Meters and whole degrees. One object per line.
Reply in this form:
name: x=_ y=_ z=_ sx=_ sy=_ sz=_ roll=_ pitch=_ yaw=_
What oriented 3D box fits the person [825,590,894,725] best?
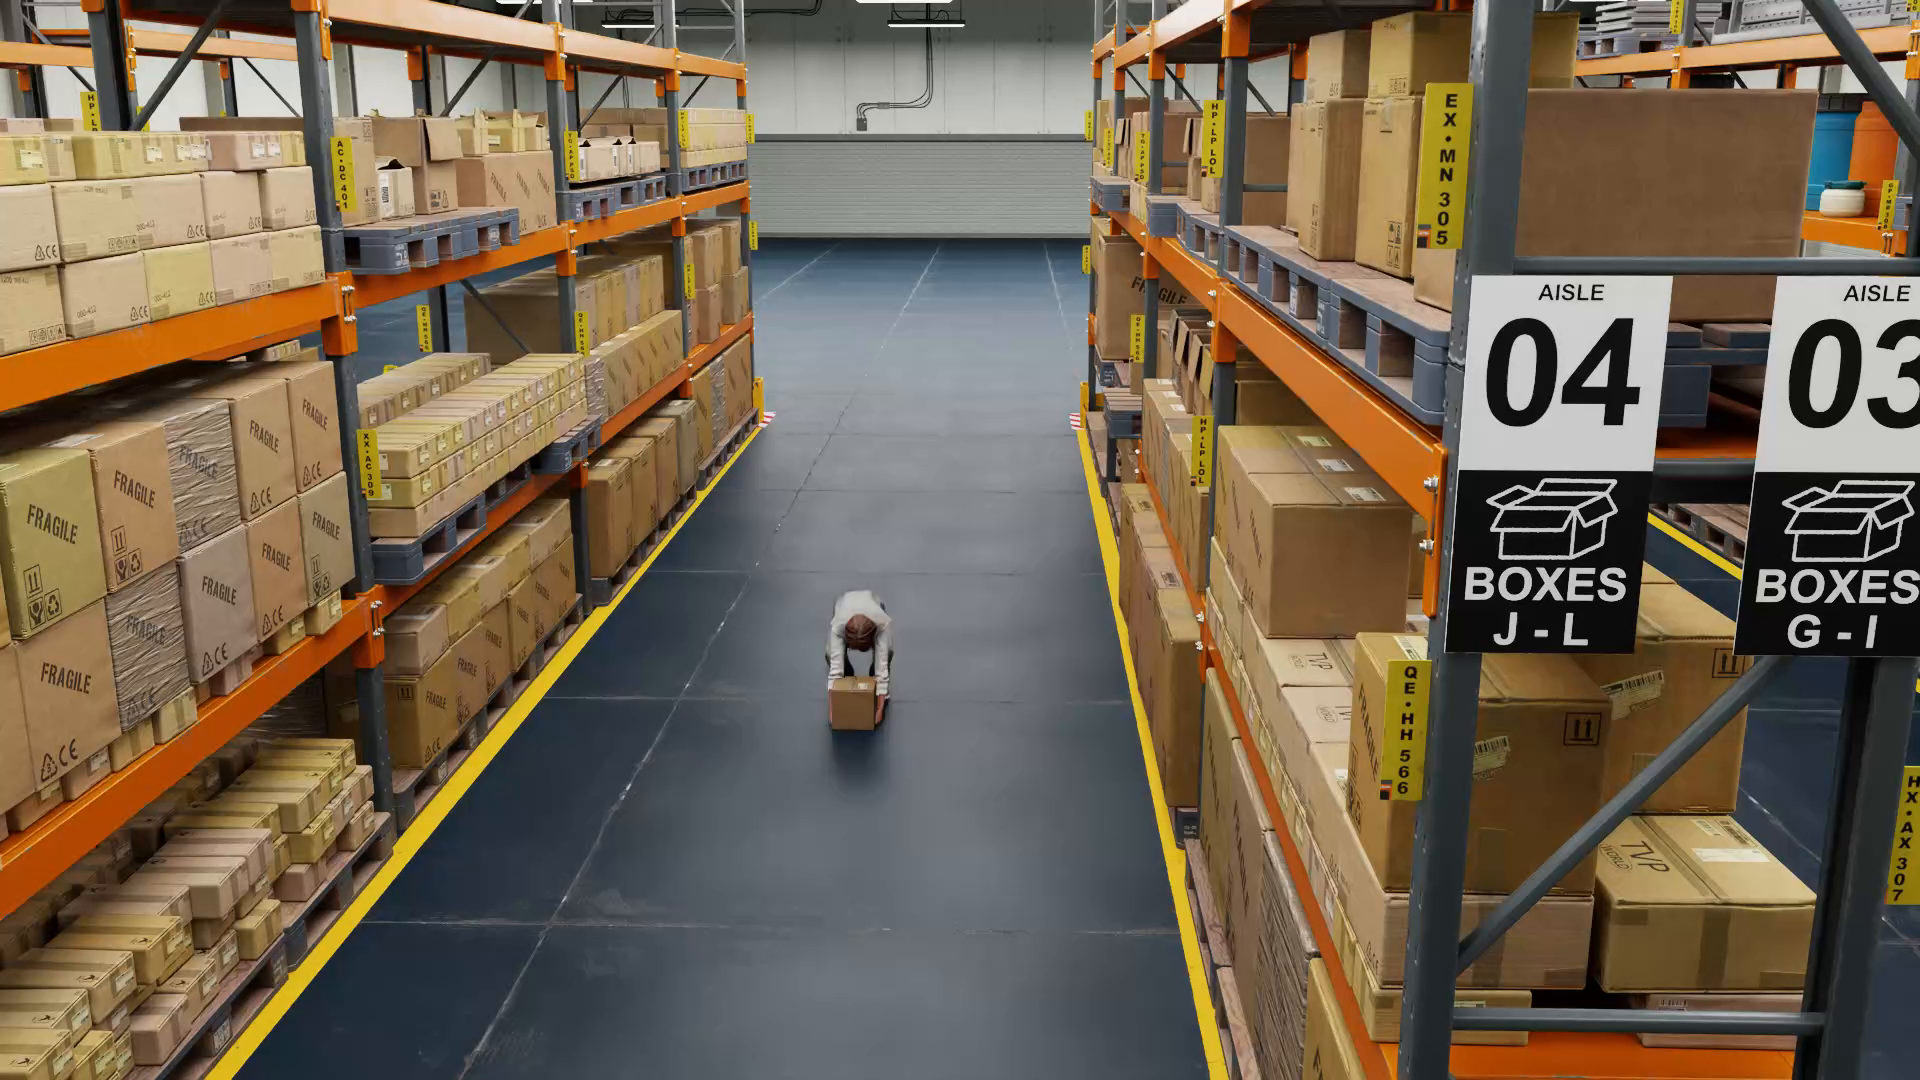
person: x=-0.614 y=0.695 z=10.177 sx=0.421 sy=0.715 sz=0.869 roll=0 pitch=14 yaw=0
